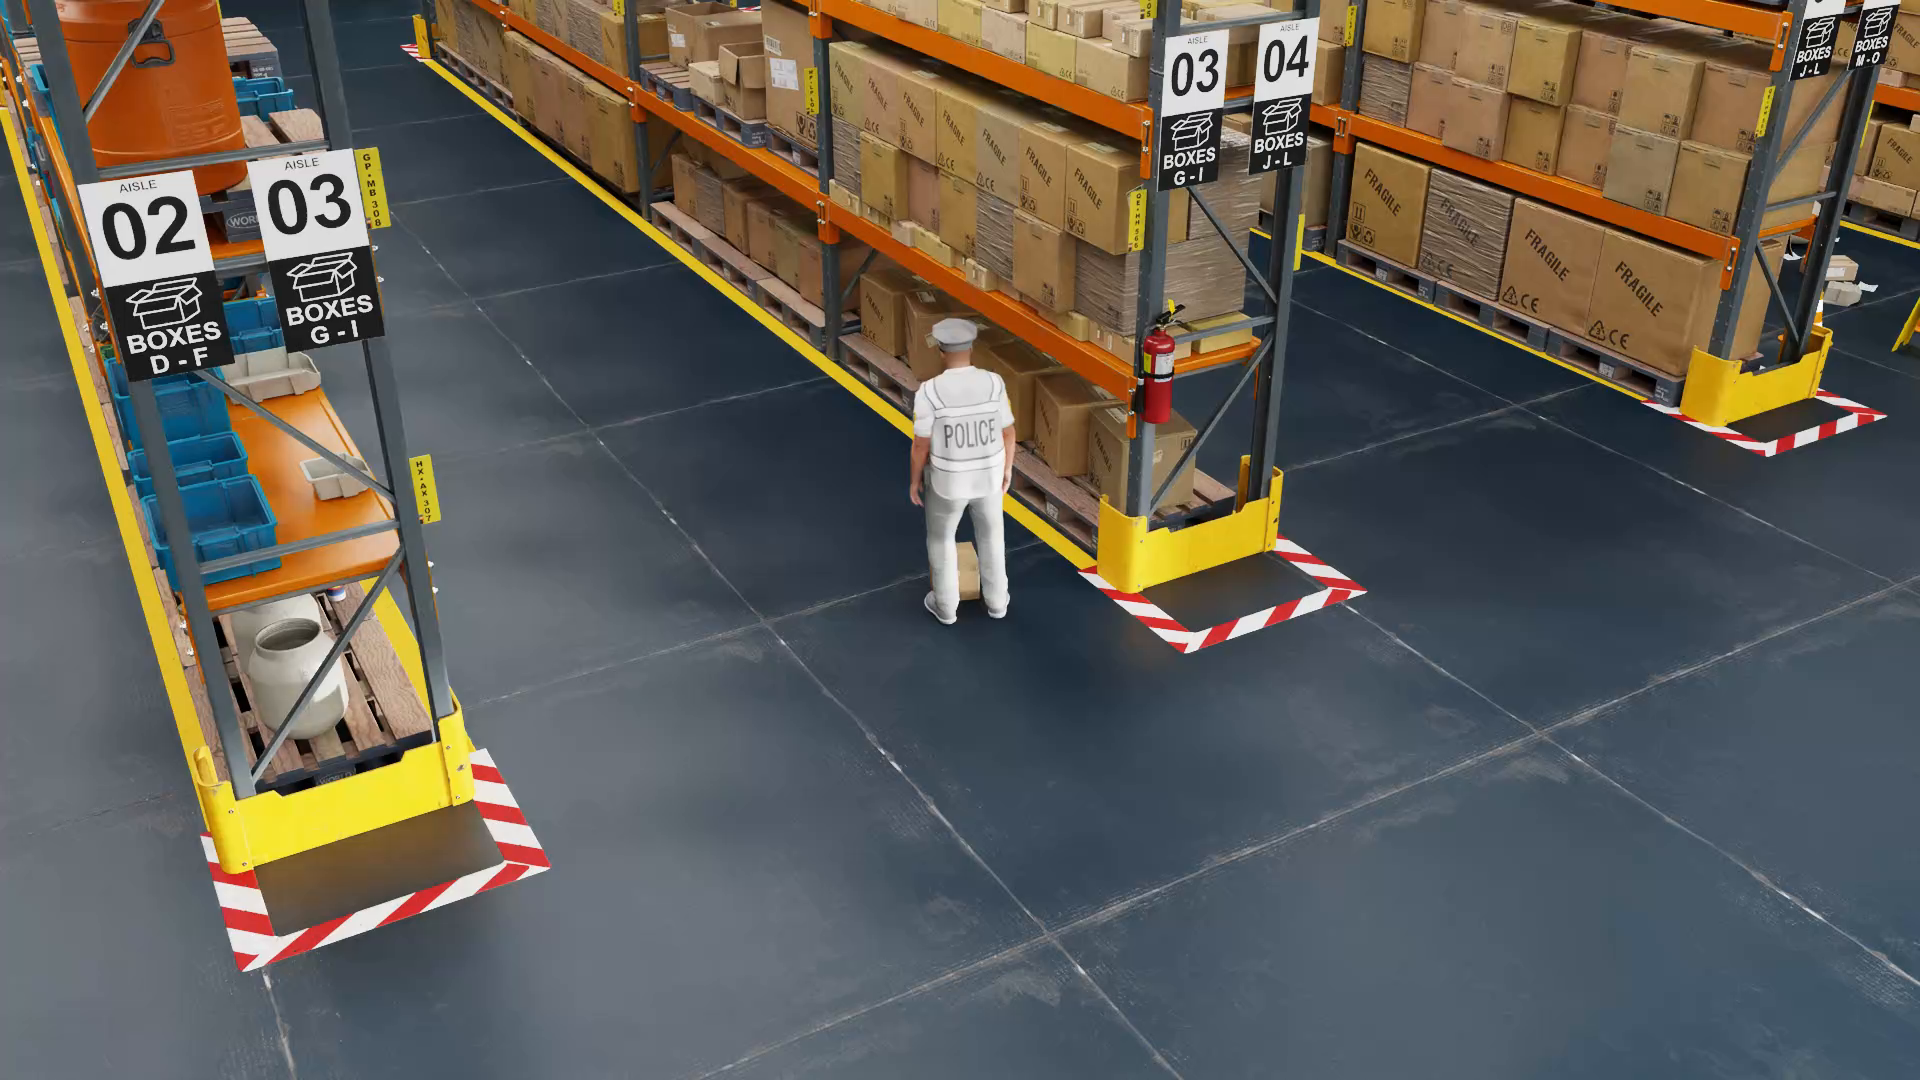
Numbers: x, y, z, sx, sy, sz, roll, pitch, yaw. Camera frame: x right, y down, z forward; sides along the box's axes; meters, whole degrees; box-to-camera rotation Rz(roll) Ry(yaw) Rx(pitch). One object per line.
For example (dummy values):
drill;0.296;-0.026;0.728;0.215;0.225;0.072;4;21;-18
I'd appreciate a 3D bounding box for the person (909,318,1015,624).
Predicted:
person;0.021;-0.341;9.174;0.606;1.751;0.437;-7;30;-12
